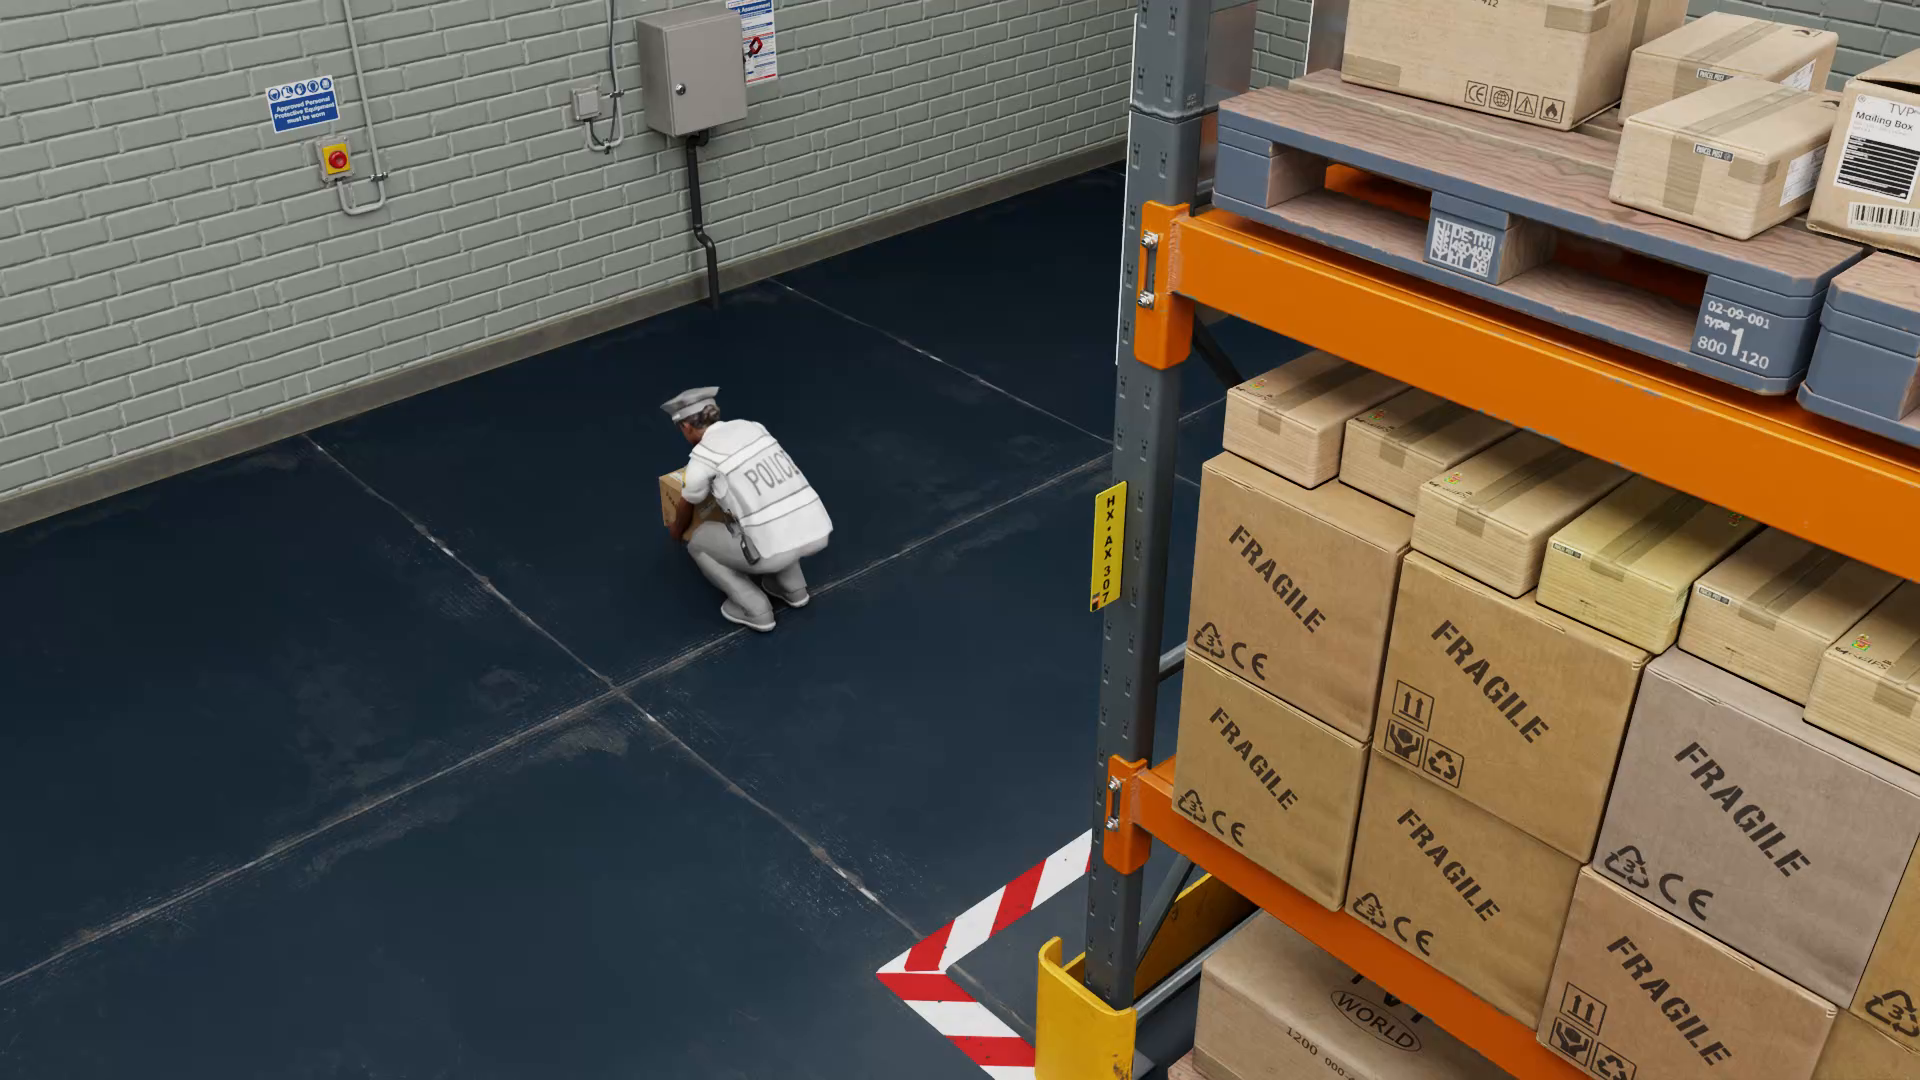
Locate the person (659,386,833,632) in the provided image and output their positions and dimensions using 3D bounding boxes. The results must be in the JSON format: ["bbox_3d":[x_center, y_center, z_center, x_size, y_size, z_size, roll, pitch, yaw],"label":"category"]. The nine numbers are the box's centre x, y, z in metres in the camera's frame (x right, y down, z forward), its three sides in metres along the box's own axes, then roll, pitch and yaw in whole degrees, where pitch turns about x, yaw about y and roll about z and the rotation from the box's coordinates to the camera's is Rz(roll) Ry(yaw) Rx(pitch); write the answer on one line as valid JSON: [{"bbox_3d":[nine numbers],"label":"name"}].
[{"bbox_3d":[-0.924,-0.157,7.058,0.458,0.972,0.854,-27,41,-36],"label":"person"}]
